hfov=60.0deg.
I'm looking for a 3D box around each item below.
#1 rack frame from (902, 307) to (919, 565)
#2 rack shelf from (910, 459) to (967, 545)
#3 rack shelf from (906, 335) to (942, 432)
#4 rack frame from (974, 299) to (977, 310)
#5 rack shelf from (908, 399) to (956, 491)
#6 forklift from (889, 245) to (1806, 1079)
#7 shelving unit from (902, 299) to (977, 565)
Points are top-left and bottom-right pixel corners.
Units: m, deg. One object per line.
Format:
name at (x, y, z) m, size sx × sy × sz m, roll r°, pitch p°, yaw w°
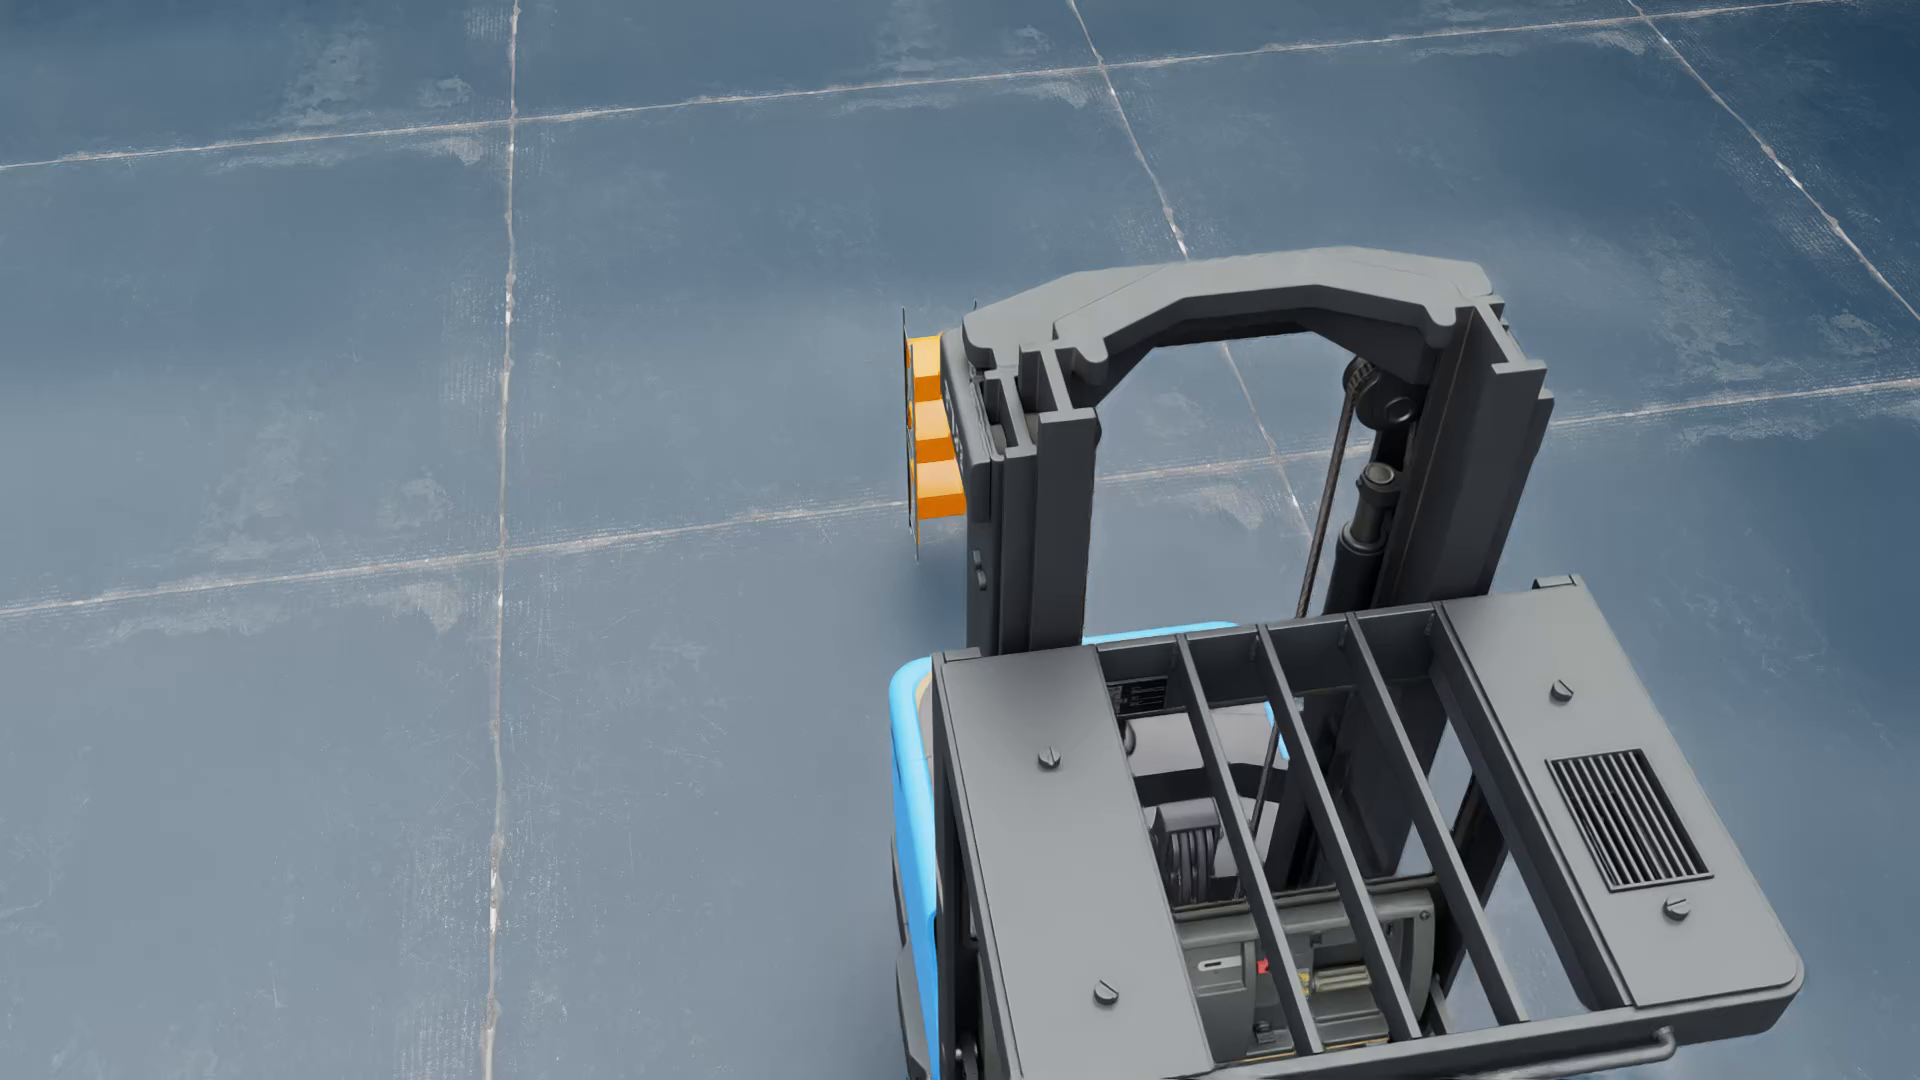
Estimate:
rack frame at (-0.173, -0.343, 5.851) m, size 0.008 × 1.050 × 0.200 m, roll -7°, pitch 46°, yaw -7°
rack shelf at (-0.053, -0.158, 6.073) m, size 0.240 × 0.259 × 0.215 m, roll -7°, pitch 46°, yaw -7°
rack shelf at (-0.053, -0.547, 5.669) m, size 0.240 × 0.259 × 0.215 m, roll -7°, pitch 46°, yaw -7°
rack frame at (0.067, -0.373, 5.880) m, size 0.008 × 1.050 × 0.200 m, roll -7°, pitch 46°, yaw -7°
rack shelf at (-0.053, -0.350, 5.873) m, size 0.240 × 0.259 × 0.215 m, roll -7°, pitch 46°, yaw -7°
forklift at (0.538, 1.045, 3.207) m, size 1.130 × 2.935 × 3.031 m, roll -7°, pitch 46°, yaw -6°
shelving unit at (-0.053, -0.358, 5.866) m, size 0.252 × 1.050 × 0.215 m, roll -7°, pitch 46°, yaw -7°
